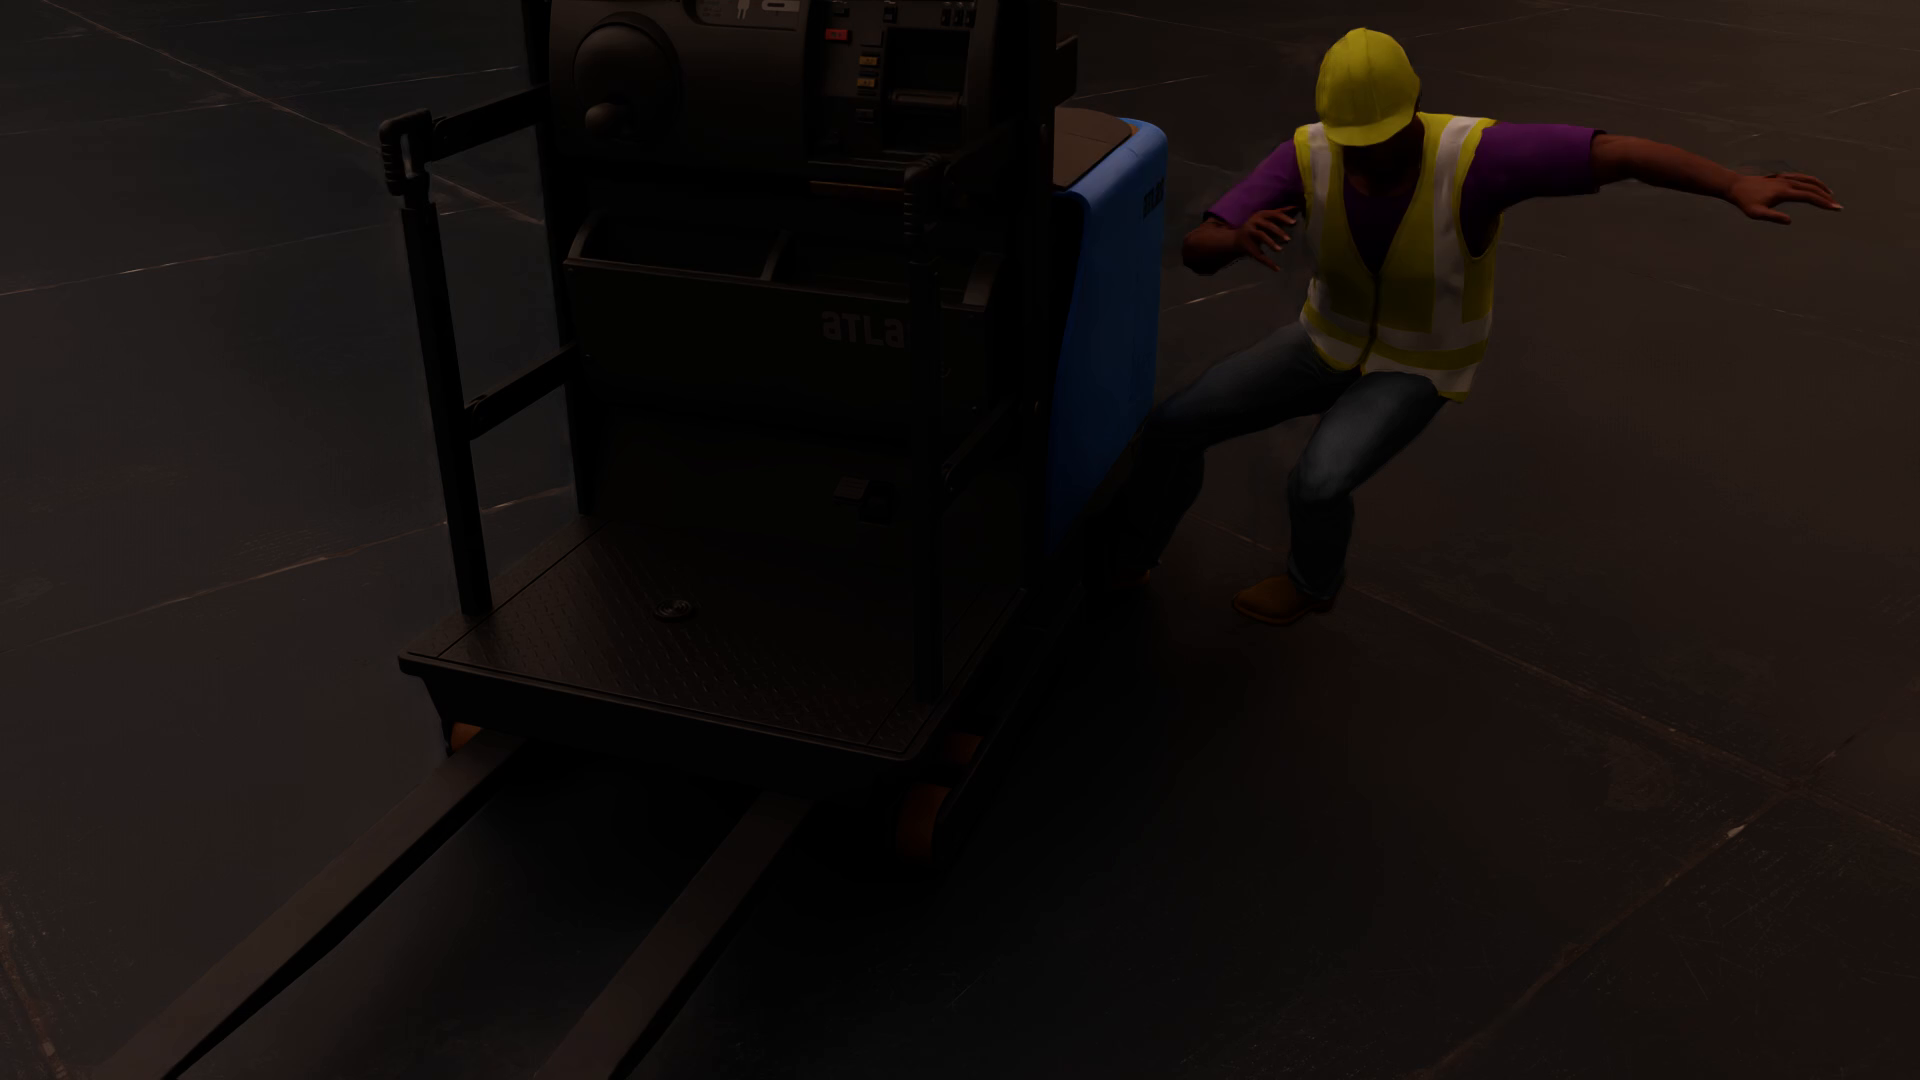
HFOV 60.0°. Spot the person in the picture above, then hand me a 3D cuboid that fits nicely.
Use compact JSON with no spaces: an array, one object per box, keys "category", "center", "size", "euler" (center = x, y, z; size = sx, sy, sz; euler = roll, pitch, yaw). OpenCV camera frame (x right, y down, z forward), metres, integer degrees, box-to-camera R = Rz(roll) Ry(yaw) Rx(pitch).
[{"category":"person","center":[0.934,-0.364,3.624],"size":[1.595,1.446,0.793],"euler":[17,31,30]}]

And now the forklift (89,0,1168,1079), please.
[{"category":"forklift","center":[-0.434,-0.884,2.985],"size":[1.130,2.935,3.031],"euler":[9,28,18]}]
